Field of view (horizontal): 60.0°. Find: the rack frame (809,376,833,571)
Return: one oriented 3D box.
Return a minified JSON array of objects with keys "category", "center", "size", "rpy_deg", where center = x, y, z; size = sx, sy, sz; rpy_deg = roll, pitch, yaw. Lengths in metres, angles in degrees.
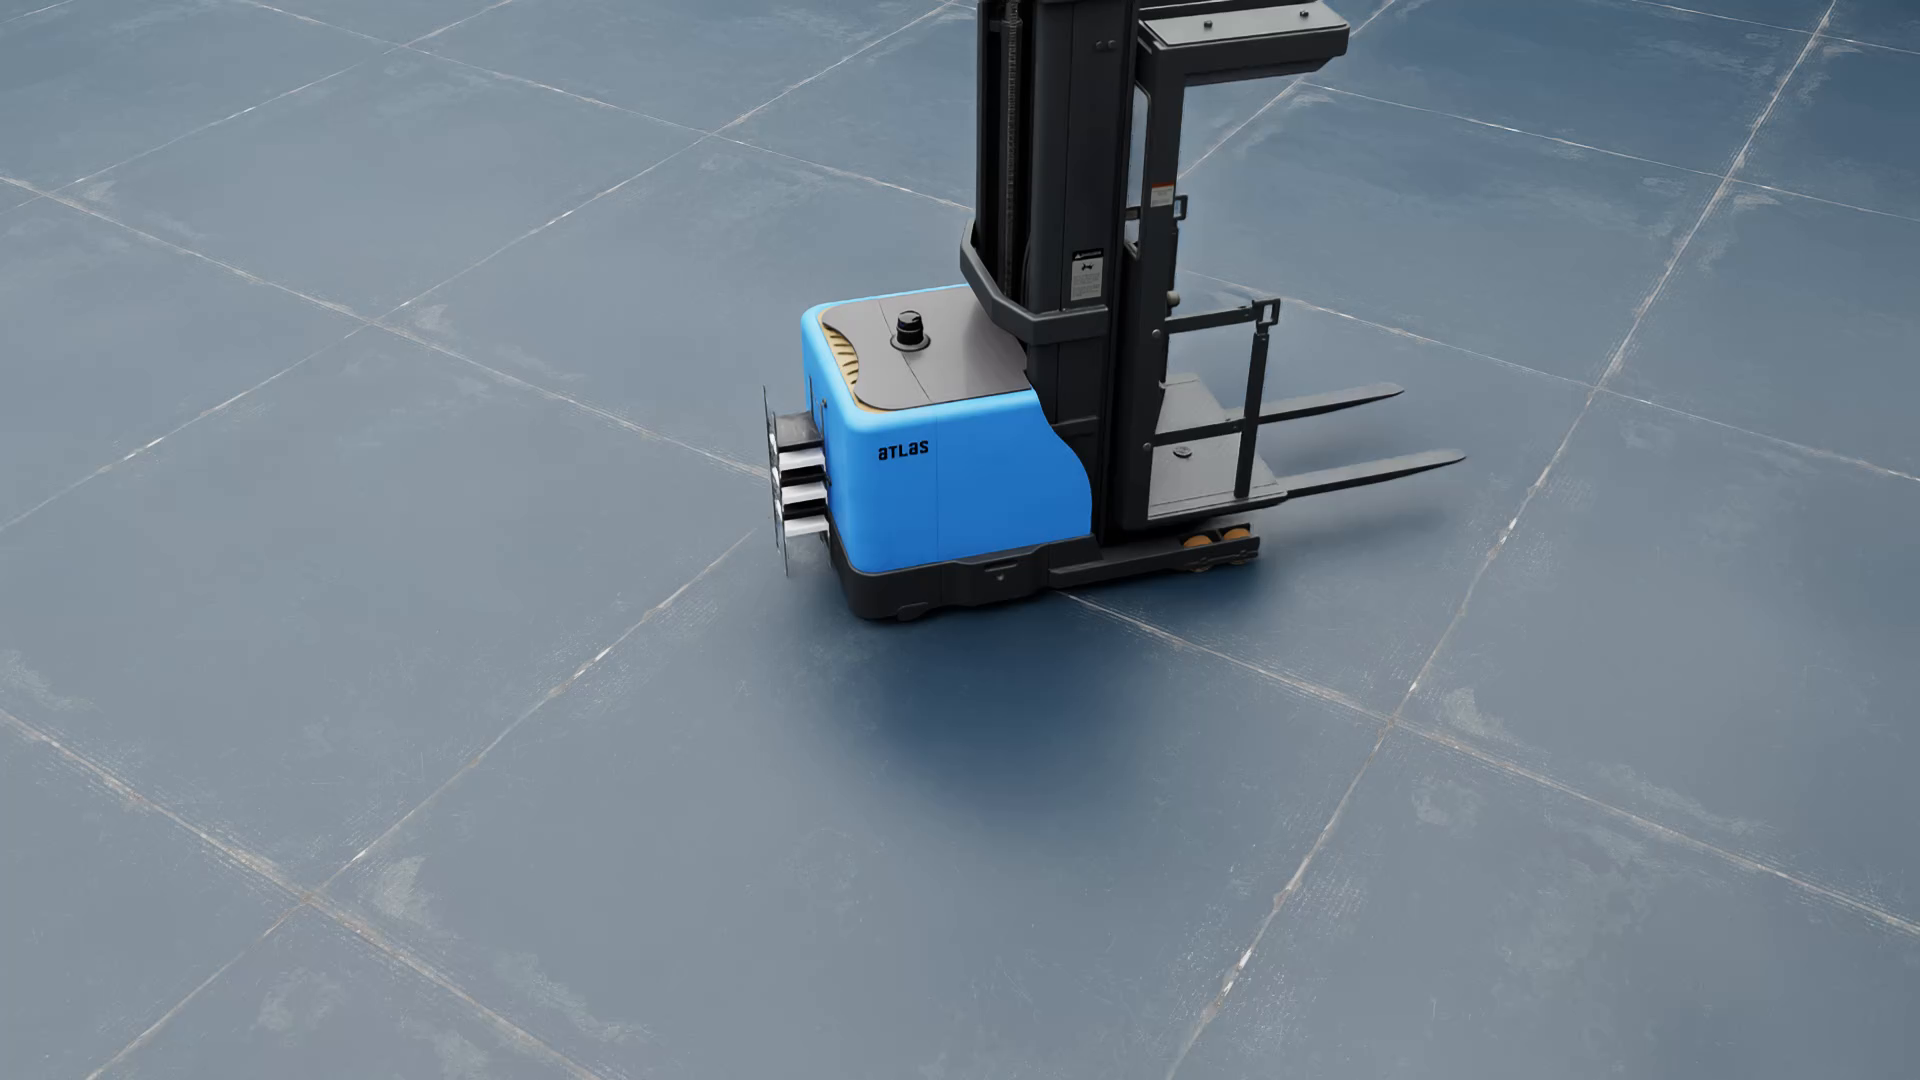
[{"category":"rack frame","center":[-0.617,-0.285,7.383],"size":[0.006,0.900,0.240],"rpy_deg":[-10,39,-13]}]

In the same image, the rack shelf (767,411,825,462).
[{"category":"rack shelf","center":[-0.714,-0.455,7.216],"size":[0.200,0.077,0.258],"rpy_deg":[-10,39,-13]}]

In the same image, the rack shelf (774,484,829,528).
[{"category":"rack shelf","center":[-0.714,-0.170,7.436],"size":[0.200,0.077,0.258],"rpy_deg":[-10,39,-13]}]

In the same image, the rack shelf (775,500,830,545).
[{"category":"rack shelf","center":[-0.714,-0.099,7.491],"size":[0.200,0.077,0.258],"rpy_deg":[-10,39,-13]}]

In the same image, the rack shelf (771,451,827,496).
[{"category":"rack shelf","center":[-0.714,-0.313,7.326],"size":[0.200,0.077,0.258],"rpy_deg":[-10,39,-13]}]

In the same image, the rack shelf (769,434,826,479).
[{"category":"rack shelf","center":[-0.714,-0.384,7.271],"size":[0.200,0.077,0.258],"rpy_deg":[-10,39,-13]}]

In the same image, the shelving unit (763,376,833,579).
[{"category":"shelving unit","center":[-0.714,-0.268,7.360],"size":[0.210,0.900,0.258],"rpy_deg":[-10,39,-13]}]

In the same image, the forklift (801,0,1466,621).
[{"category":"forklift","center":[0.861,-1.315,7.055],"size":[3.031,2.935,1.130],"rpy_deg":[-10,39,-13]}]

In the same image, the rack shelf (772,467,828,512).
[{"category":"rack shelf","center":[-0.714,-0.241,7.381],"size":[0.200,0.077,0.258],"rpy_deg":[-10,39,-13]}]

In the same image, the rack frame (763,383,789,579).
[{"category":"rack frame","center":[-0.812,-0.250,7.338],"size":[0.006,0.900,0.240],"rpy_deg":[-10,39,-13]}]
